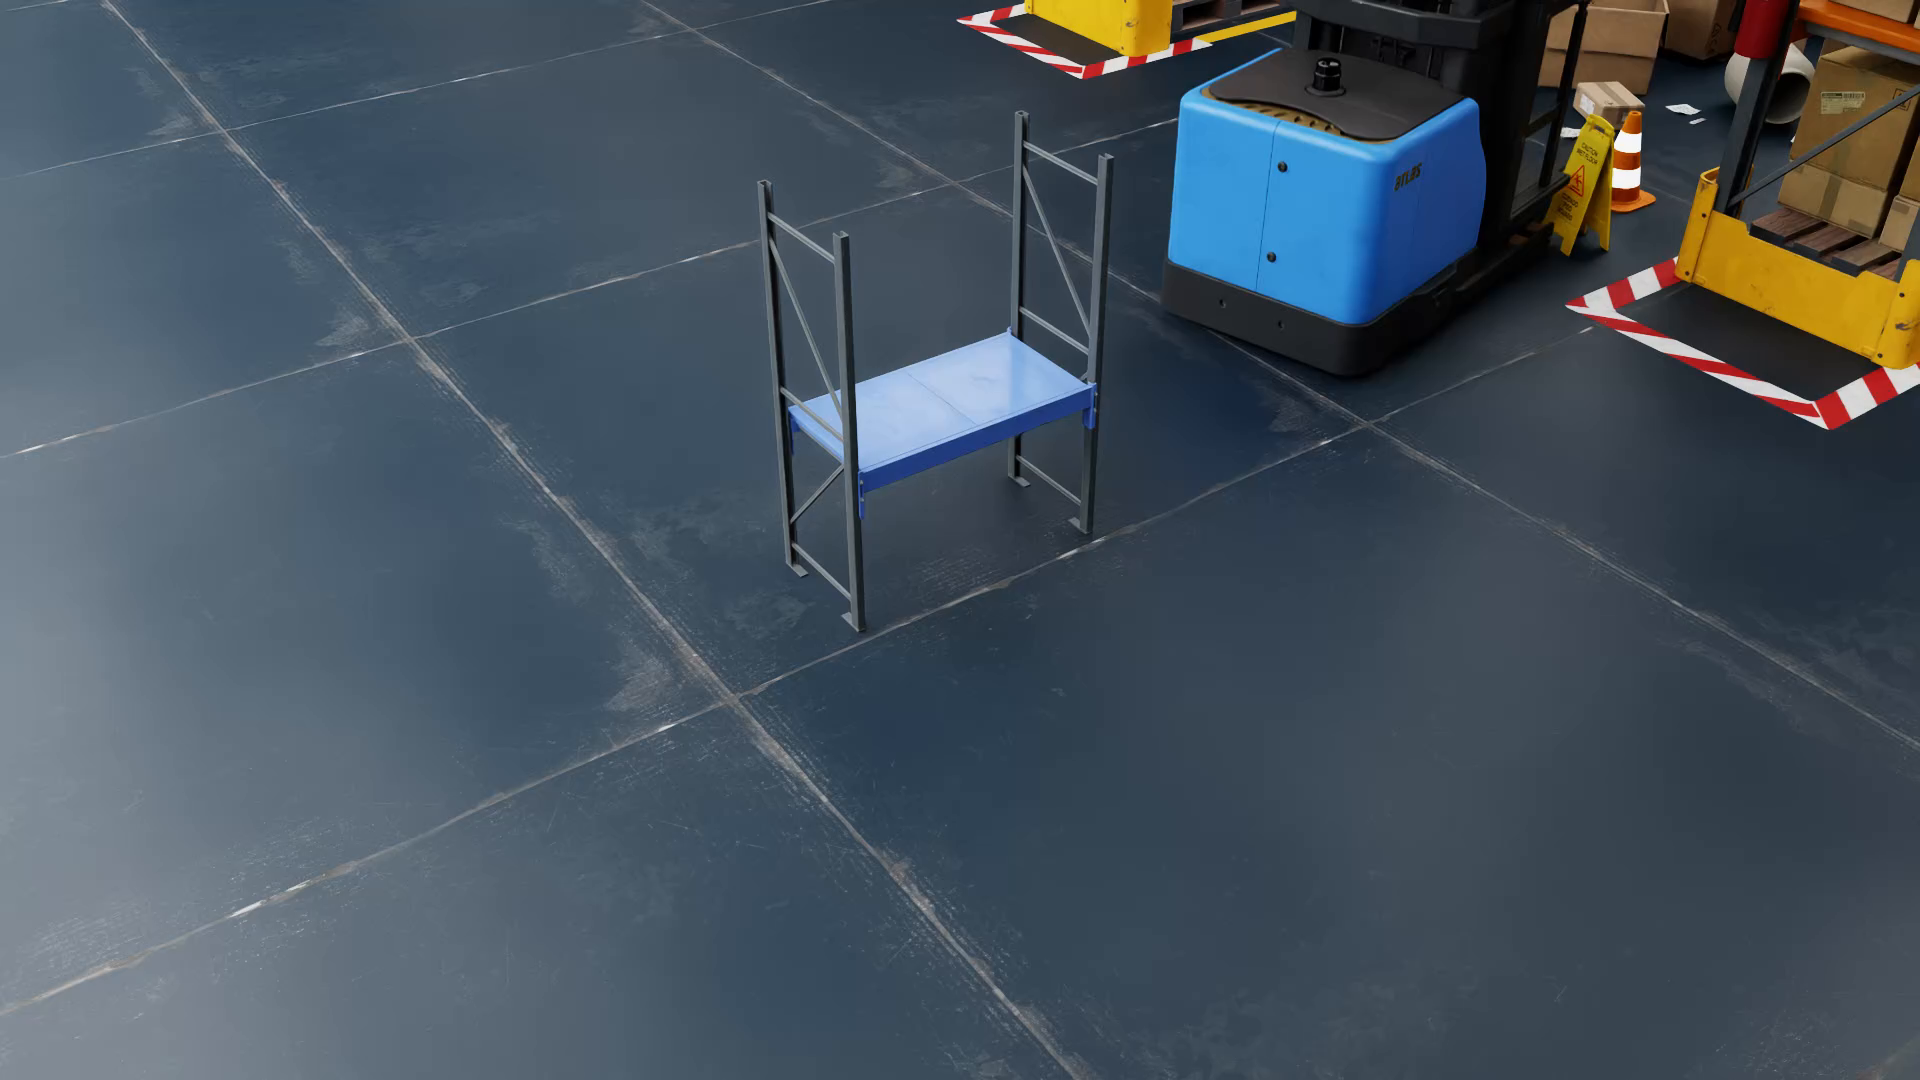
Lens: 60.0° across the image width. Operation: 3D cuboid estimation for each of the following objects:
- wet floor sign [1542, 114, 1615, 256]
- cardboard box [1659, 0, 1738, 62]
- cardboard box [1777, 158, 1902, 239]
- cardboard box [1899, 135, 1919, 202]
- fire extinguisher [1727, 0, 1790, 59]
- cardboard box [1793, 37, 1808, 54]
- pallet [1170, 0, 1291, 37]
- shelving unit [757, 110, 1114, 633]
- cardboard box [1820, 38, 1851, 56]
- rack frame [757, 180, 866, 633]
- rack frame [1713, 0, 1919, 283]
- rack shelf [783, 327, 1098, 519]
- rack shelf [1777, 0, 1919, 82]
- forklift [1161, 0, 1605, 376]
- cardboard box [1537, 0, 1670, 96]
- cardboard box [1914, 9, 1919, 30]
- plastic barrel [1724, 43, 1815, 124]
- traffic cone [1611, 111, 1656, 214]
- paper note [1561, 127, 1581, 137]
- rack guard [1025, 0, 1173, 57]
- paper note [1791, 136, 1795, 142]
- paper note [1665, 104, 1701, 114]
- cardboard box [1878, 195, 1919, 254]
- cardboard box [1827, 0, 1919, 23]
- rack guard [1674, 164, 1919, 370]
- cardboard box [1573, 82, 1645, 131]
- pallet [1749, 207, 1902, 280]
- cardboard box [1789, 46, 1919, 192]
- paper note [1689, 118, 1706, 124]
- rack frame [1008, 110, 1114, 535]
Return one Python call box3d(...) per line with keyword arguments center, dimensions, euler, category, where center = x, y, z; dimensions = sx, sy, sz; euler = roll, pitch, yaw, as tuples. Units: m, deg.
box3d(center=(3.069, -1.752, 8.133), dimensions=(0.232, 0.644, 0.267), euler=(-9, 37, -12), category="wet floor sign")
box3d(center=(4.577, -3.420, 10.458), dimensions=(0.503, 0.637, 0.797), euler=(-22, 41, -28), category="cardboard box")
box3d(center=(4.366, -1.723, 8.073), dimensions=(0.500, 0.250, 0.500), euler=(-23, 41, -28), category="cardboard box")
box3d(center=(4.678, -1.767, 7.491), dimensions=(0.500, 0.500, 0.500), euler=(-24, 42, -29), category="cardboard box")
box3d(center=(3.482, -2.411, 7.099), dimensions=(0.183, 0.674, 0.296), euler=(-22, 41, -28), category="fire extinguisher")
box3d(center=(5.208, -3.247, 10.537), dimensions=(0.258, 0.266, 0.396), euler=(9, 37, 12), category="cardboard box")
box3d(center=(1.515, -3.764, 11.302), dimensions=(1.213, 0.211, 1.003), euler=(-22, 41, -28), category="pallet")
box3d(center=(-0.070, -0.580, 5.772), dimensions=(1.048, 1.500, 0.538), euler=(-22, 41, -28), category="shelving unit")
box3d(center=(5.450, -2.882, 9.826), dimensions=(0.500, 0.500, 0.500), euler=(3, 36, 4), category="cardboard box")
box3d(center=(-0.485, -0.409, 5.534), dimensions=(0.032, 1.500, 0.500), euler=(-22, 41, -28), category="rack frame")
box3d(center=(3.841, -2.261, 6.825), dimensions=(0.127, 3.000, 1.000), euler=(-22, 41, -28), category="rack frame")
box3d(center=(-0.070, -0.434, 5.877), dimensions=(1.000, 0.185, 0.538), euler=(-22, 41, -28), category="rack shelf")
box3d(center=(5.475, -2.642, 7.970), dimensions=(4.000, 0.370, 1.077), euler=(-22, 41, -28), category="rack shelf")
box3d(center=(2.265, -2.675, 7.459), dimensions=(1.130, 2.935, 3.031), euler=(27, 44, 32), category="forklift")
box3d(center=(3.818, -3.047, 10.055), dimensions=(0.797, 0.503, 0.637), euler=(9, 37, 12), category="cardboard box")
box3d(center=(4.237, -2.174, 6.919), dimensions=(0.250, 0.149, 0.380), euler=(-22, 41, -28), category="cardboard box")
box3d(center=(4.657, -2.632, 9.547), dimensions=(0.421, 0.421, 0.512), euler=(3, 36, 4), category="plastic barrel")
box3d(center=(3.449, -1.991, 8.622), dimensions=(0.334, 0.463, 0.336), euler=(-22, 41, -28), category="traffic cone")
box3d(center=(3.467, -2.324, 9.454), dimensions=(0.148, 0.019, 0.142), euler=(22, 41, 28), category="paper note")
box3d(center=(0.887, -3.566, 10.781), dimensions=(0.348, 0.500, 1.175), euler=(-22, 41, -28), category="rack guard")
box3d(center=(4.749, -2.240, 9.338), dimensions=(0.142, 0.019, 0.148), euler=(22, 41, 28), category="paper note")
box3d(center=(4.247, -2.533, 9.756), dimensions=(0.142, 0.019, 0.148), euler=(-9, 37, -12), category="paper note")
box3d(center=(4.659, -1.454, 7.699), dimensions=(0.500, 0.250, 0.500), euler=(-23, 42, -28), category="cardboard box")
box3d(center=(4.023, -2.387, 7.215), dimensions=(0.250, 0.149, 0.380), euler=(-21, 41, -26), category="cardboard box")
box3d(center=(3.903, -1.272, 7.590), dimensions=(0.348, 0.500, 1.175), euler=(-22, 41, -28), category="rack guard")
box3d(center=(3.748, -2.508, 9.610), dimensions=(0.250, 0.149, 0.380), euler=(-3, 36, -4), category="cardboard box")
box3d(center=(4.587, -1.411, 8.031), dimensions=(1.213, 0.211, 1.003), euler=(-22, 41, -28), category="pallet")
box3d(center=(4.345, -2.013, 7.834), dimensions=(0.500, 0.500, 0.500), euler=(-22, 41, -28), category="cardboard box")
box3d(center=(4.262, -2.421, 9.607), dimensions=(0.123, 0.001, 0.032), euler=(-22, 41, -28), category="paper note")
box3d(center=(0.346, -0.751, 6.010), dimensions=(0.032, 1.500, 0.500), euler=(-22, 41, -28), category="rack frame")
